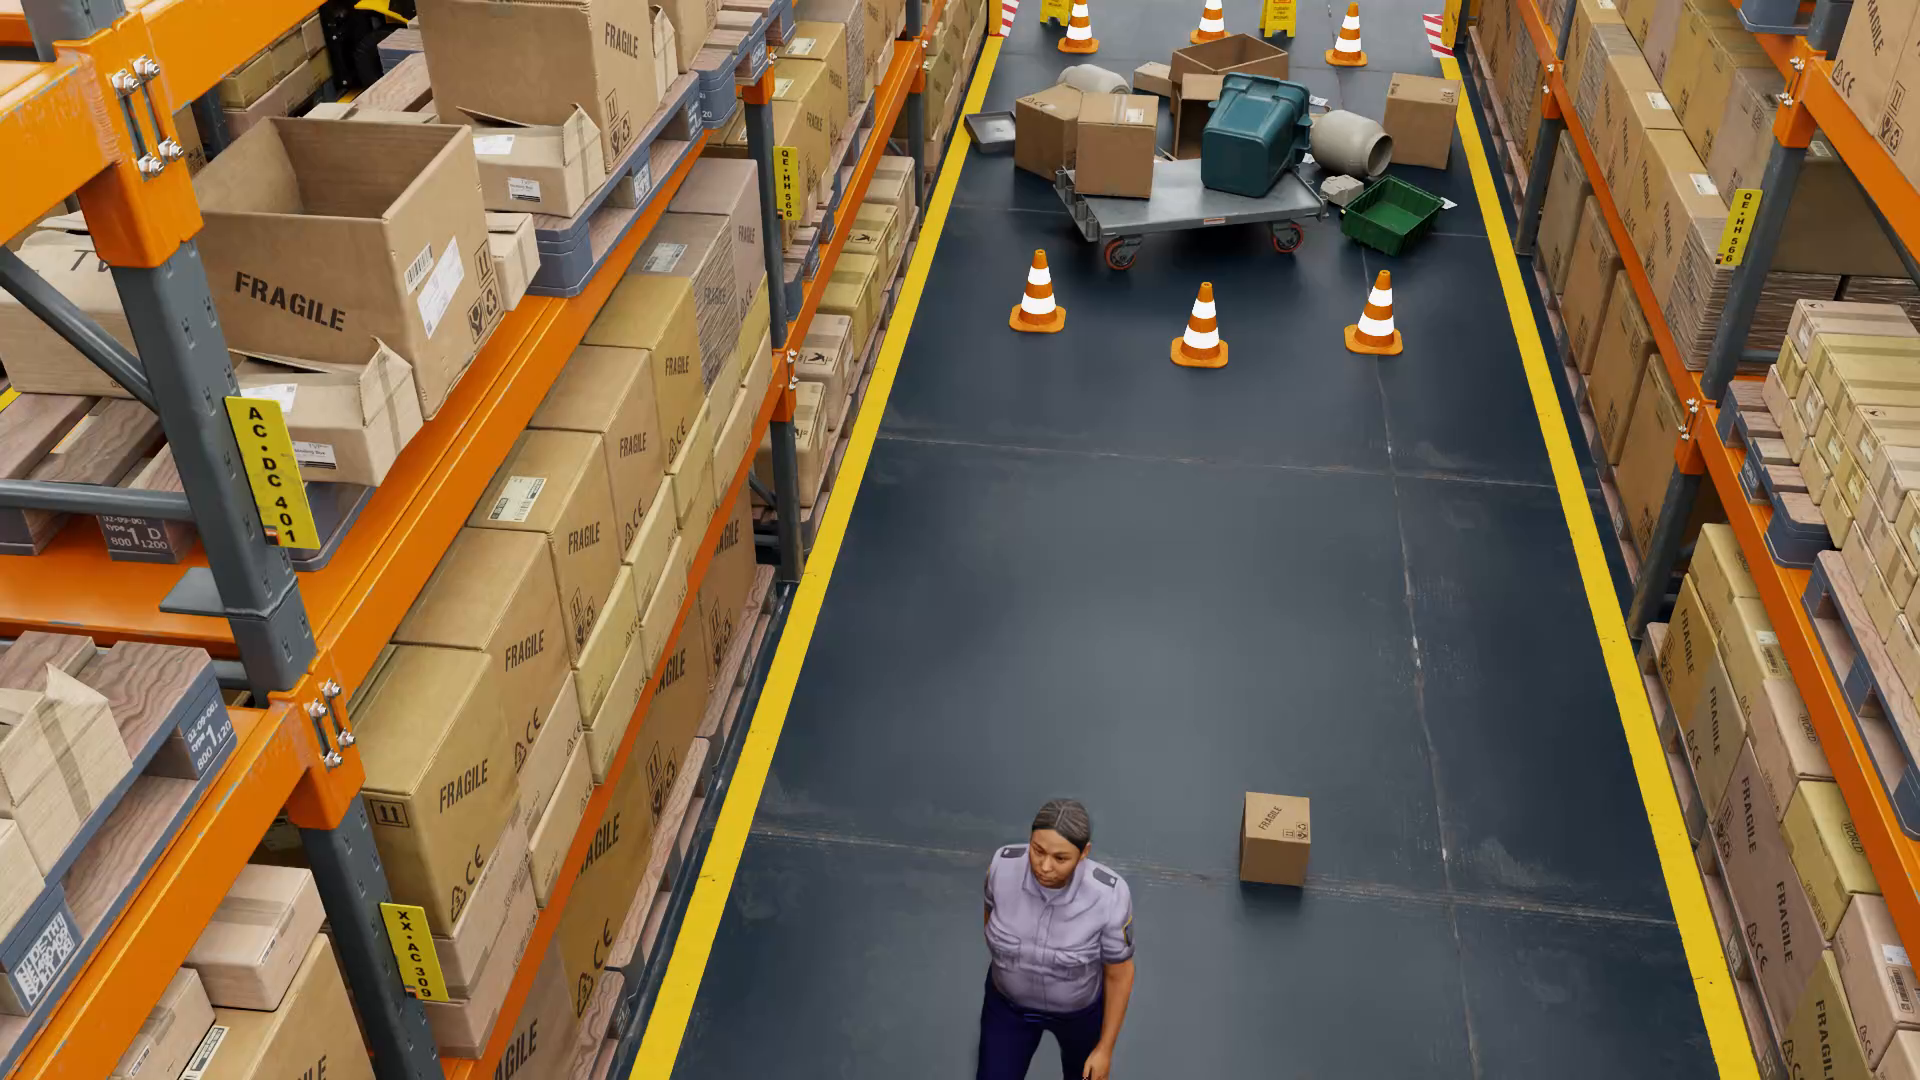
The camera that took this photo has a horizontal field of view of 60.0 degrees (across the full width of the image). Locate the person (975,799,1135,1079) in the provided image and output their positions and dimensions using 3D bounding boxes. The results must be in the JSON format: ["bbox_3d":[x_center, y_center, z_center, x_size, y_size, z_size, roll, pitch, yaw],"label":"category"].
[{"bbox_3d":[0.271,1.458,5.080,0.492,1.624,0.906,8,37,11],"label":"person"}]
